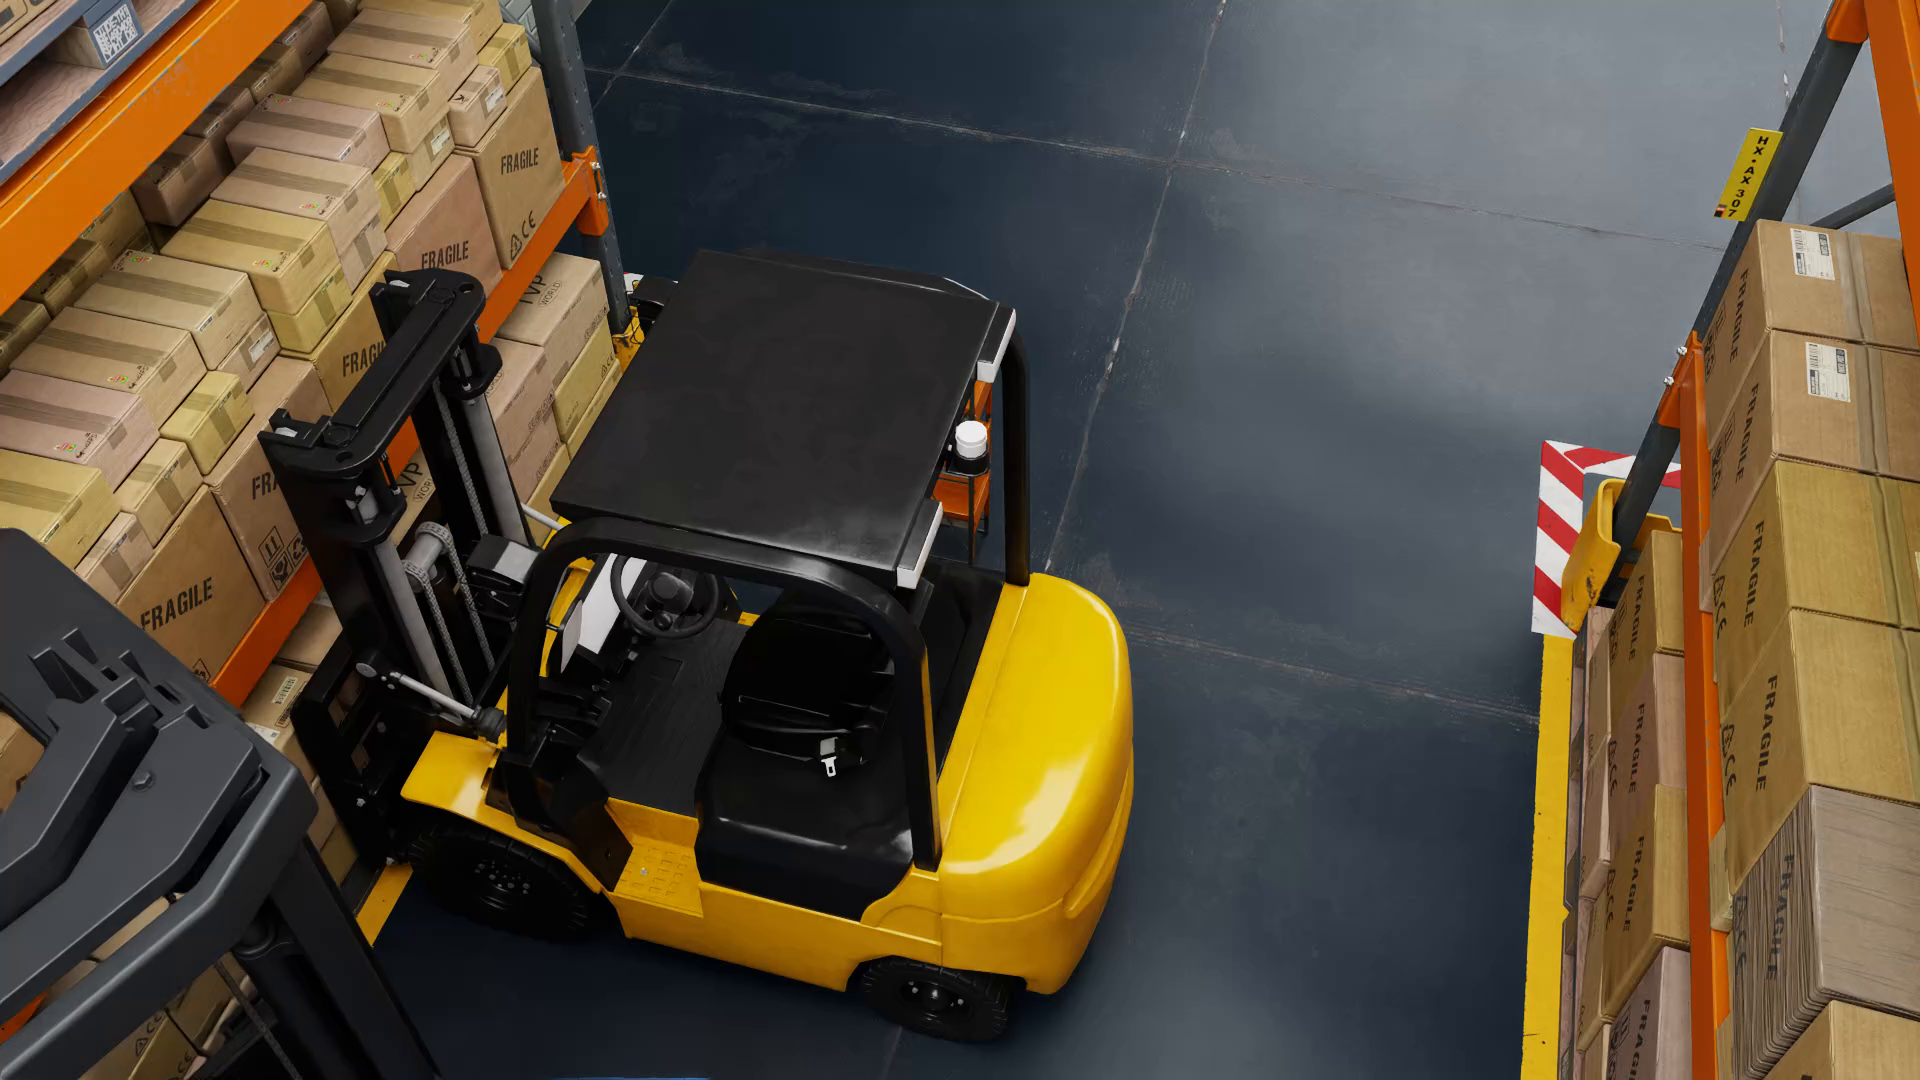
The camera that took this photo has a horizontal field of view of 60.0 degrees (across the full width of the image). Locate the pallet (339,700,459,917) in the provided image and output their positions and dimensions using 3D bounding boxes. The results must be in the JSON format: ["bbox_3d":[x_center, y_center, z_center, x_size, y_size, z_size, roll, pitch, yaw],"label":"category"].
[{"bbox_3d":[-2.345,0.670,5.937,1.003,0.211,1.213,12,50,10],"label":"pallet"}]

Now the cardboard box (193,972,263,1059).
[{"bbox_3d":[-2.349,1.315,5.061,0.500,0.250,0.500,11,49,9],"label":"cardboard box"}]

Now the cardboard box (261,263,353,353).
[{"bbox_3d":[-1.996,-0.703,4.790,0.380,0.149,0.250,12,50,10],"label":"cardboard box"}]

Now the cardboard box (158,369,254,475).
[{"bbox_3d":[-2.150,-0.342,4.471,0.380,0.149,0.250,11,49,9],"label":"cardboard box"}]

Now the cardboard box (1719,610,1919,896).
[{"bbox_3d":[2.144,0.552,3.916,0.500,0.500,0.500,11,49,9],"label":"cardboard box"}]

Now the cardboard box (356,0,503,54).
[{"bbox_3d":[-1.752,-1.740,5.506,0.380,0.149,0.250,12,50,10],"label":"cardboard box"}]

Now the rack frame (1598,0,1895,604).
[{"bbox_3d":[2.928,-0.717,5.301,1.000,3.000,0.127,12,50,10],"label":"rack frame"}]

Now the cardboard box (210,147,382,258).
[{"bbox_3d":[-1.929,-0.985,4.840,0.380,0.149,0.250,13,50,11],"label":"cardboard box"}]

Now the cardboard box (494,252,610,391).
[{"bbox_3d":[-1.682,-0.860,6.314,0.500,0.250,0.500,13,50,11],"label":"cardboard box"}]

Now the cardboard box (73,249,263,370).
[{"bbox_3d":[-2.150,-0.629,4.526,0.380,0.149,0.250,12,50,11],"label":"cardboard box"}]

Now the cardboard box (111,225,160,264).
[{"bbox_3d":[-2.608,-0.832,4.903,0.380,0.149,0.250,13,50,11],"label":"cardboard box"}]

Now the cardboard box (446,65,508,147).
[{"bbox_3d":[-1.721,-1.445,5.444,0.380,0.149,0.250,12,50,11],"label":"cardboard box"}]

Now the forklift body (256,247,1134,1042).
[{"bbox_3d":[-0.600,0.318,4.953,2.313,2.155,1.214,12,50,10],"label":"forklift body"}]

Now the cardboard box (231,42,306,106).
[{"bbox_3d":[-2.313,-1.463,5.262,0.380,0.149,0.250,12,50,11],"label":"cardboard box"}]

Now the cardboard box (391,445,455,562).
[{"bbox_3d":[-1.934,-0.122,5.663,0.500,0.250,0.500,12,50,11],"label":"cardboard box"}]

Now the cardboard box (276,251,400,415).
[{"bbox_3d":[-2.018,-0.575,5.109,0.500,0.500,0.500,11,49,9],"label":"cardboard box"}]

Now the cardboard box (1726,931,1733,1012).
[{"bbox_3d":[2.026,1.052,3.908,0.380,0.149,0.250,11,49,9],"label":"cardboard box"}]

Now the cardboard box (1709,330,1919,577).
[{"bbox_3d":[2.403,-0.186,4.567,0.500,0.500,0.500,13,50,11],"label":"cardboard box"}]

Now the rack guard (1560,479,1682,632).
[{"bbox_3d":[2.908,0.165,6.190,1.175,0.500,0.348,12,50,10],"label":"rack guard"}]

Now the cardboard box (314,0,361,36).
[{"bbox_3d":[-2.156,-1.840,5.594,0.380,0.149,0.250,11,49,9],"label":"cardboard box"}]

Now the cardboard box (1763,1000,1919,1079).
[{"bbox_3d":[1.881,1.300,3.256,0.500,0.500,0.500,13,50,11],"label":"cardboard box"}]

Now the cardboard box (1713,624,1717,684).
[{"bbox_3d":[2.291,0.300,4.571,0.380,0.149,0.250,13,50,11],"label":"cardboard box"}]

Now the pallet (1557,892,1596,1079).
[{"bbox_3d":[2.337,1.721,5.010,1.003,0.211,1.213,12,50,10],"label":"pallet"}]

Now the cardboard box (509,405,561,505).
[{"bbox_3d":[-1.830,-0.314,6.166,0.500,0.250,0.500,11,50,10],"label":"cardboard box"}]

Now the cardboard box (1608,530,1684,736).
[{"bbox_3d":[2.443,0.352,5.412,0.500,0.500,0.500,10,49,9],"label":"cardboard box"}]

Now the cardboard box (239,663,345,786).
[{"bbox_3d":[-2.220,0.621,5.007,0.500,0.250,0.500,13,50,11],"label":"cardboard box"}]

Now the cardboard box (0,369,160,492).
[{"bbox_3d":[-2.281,-0.267,4.206,0.380,0.149,0.250,11,50,10],"label":"cardboard box"}]

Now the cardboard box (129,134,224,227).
[{"bbox_3d":[-2.438,-1.092,4.934,0.380,0.149,0.250,13,50,11],"label":"cardboard box"}]

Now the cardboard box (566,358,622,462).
[{"bbox_3d":[-1.680,-0.521,6.682,0.500,0.250,0.500,12,50,10],"label":"cardboard box"}]

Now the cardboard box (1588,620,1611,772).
[{"bbox_3d":[2.449,0.582,5.708,0.500,0.250,0.500,11,50,10],"label":"cardboard box"}]

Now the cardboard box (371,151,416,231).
[{"bbox_3d":[-1.924,-1.093,5.133,0.380,0.149,0.250,11,50,10],"label":"cardboard box"}]

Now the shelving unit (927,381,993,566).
[{"bbox_3d":[-0.014,-0.309,6.241,0.215,1.050,0.252,12,50,10],"label":"shelving unit"}]

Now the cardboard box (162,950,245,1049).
[{"bbox_3d":[-2.358,1.151,4.873,0.500,0.250,0.500,11,50,10],"label":"cardboard box"}]

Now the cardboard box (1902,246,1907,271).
[{"bbox_3d":[3.004,-0.767,4.413,0.700,0.500,0.500,10,49,9],"label":"cardboard box"}]

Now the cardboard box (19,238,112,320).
[{"bbox_3d":[-2.591,-0.727,4.612,0.380,0.149,0.250,12,50,10],"label":"cardboard box"}]

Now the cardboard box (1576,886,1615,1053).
[{"bbox_3d":[2.176,1.347,5.033,0.500,0.250,0.500,15,50,13],"label":"cardboard box"}]

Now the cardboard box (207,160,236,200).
[{"bbox_3d":[-2.407,-1.193,5.222,0.380,0.149,0.250,10,49,9],"label":"cardboard box"}]

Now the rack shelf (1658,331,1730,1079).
[{"bbox_3d":[2.402,0.967,4.294,1.077,0.370,4.000,12,50,10],"label":"rack shelf"}]

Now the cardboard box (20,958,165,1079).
[{"bbox_3d":[-2.484,1.351,4.363,0.500,0.250,0.500,11,49,9],"label":"cardboard box"}]

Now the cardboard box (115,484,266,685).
[{"bbox_3d":[-2.292,0.150,4.469,0.500,0.500,0.500,11,50,10],"label":"cardboard box"}]

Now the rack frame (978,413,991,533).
[{"bbox_3d":[0.018,-0.397,6.319,0.200,1.050,0.008,12,50,10],"label":"rack frame"}]

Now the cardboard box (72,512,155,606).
[{"bbox_3d":[-2.261,0.038,4.135,0.380,0.149,0.250,11,50,10],"label":"cardboard box"}]

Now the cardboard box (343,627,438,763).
[{"bbox_3d":[-2.081,0.424,5.514,0.500,0.250,0.500,11,50,10],"label":"cardboard box"}]

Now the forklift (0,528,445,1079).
[{"bbox_3d":[-1.906,1.170,3.682,3.031,2.935,1.130,30,55,24],"label":"forklift"}]

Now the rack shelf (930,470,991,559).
[{"bbox_3d":[-0.014,-0.118,6.457,0.215,0.259,0.240,12,50,10],"label":"rack shelf"}]

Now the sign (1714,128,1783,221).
[{"bbox_3d":[2.405,-1.111,5.071,0.100,0.325,0.005,12,50,10],"label":"sign"}]

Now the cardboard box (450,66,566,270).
[{"bbox_3d":[-1.738,-1.320,5.766,0.500,0.500,0.500,11,49,9],"label":"cardboard box"}]

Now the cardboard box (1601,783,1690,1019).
[{"bbox_3d":[2.170,1.092,4.758,0.500,0.500,0.500,12,50,11],"label":"cardboard box"}]

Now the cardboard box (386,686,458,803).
[{"bbox_3d":[-2.076,0.577,5.713,0.500,0.250,0.500,13,50,11],"label":"cardboard box"}]

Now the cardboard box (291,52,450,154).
[{"bbox_3d":[-1.830,-1.361,5.171,0.380,0.149,0.250,13,50,11],"label":"cardboard box"}]
